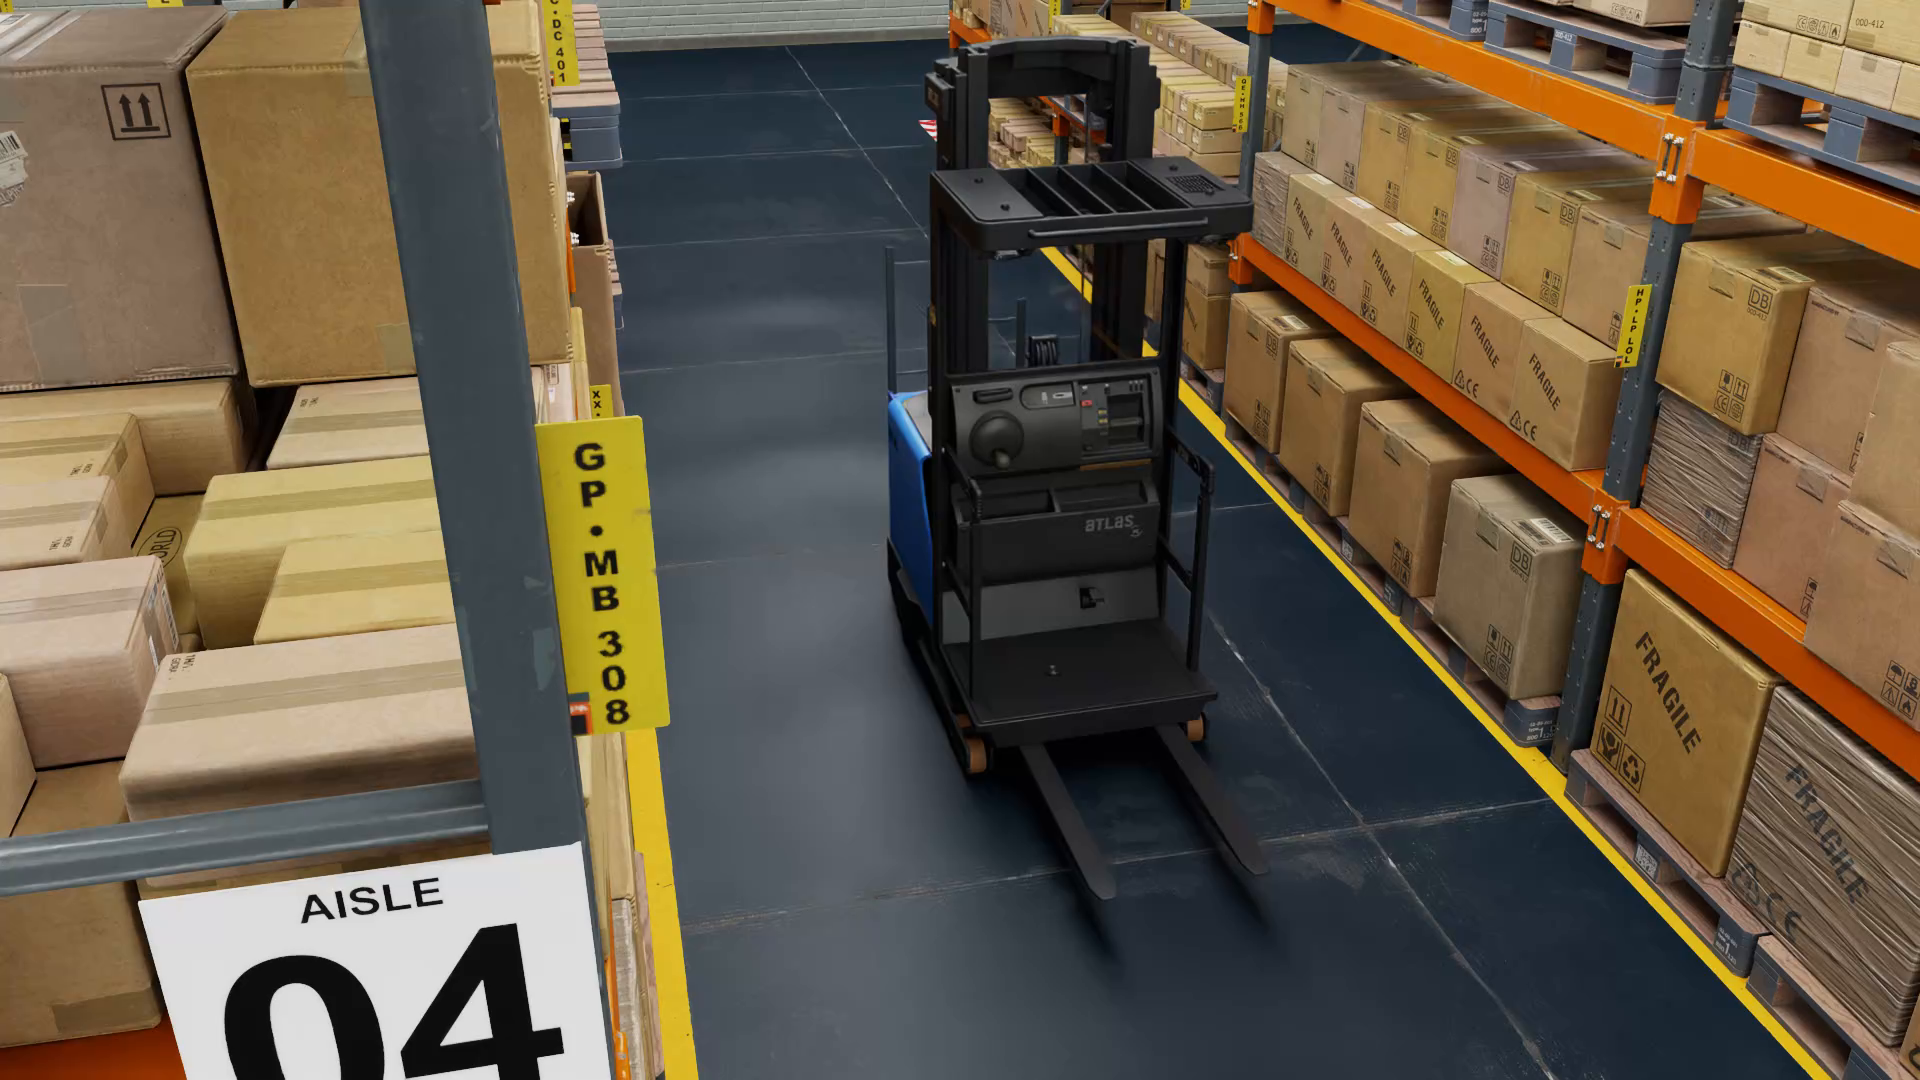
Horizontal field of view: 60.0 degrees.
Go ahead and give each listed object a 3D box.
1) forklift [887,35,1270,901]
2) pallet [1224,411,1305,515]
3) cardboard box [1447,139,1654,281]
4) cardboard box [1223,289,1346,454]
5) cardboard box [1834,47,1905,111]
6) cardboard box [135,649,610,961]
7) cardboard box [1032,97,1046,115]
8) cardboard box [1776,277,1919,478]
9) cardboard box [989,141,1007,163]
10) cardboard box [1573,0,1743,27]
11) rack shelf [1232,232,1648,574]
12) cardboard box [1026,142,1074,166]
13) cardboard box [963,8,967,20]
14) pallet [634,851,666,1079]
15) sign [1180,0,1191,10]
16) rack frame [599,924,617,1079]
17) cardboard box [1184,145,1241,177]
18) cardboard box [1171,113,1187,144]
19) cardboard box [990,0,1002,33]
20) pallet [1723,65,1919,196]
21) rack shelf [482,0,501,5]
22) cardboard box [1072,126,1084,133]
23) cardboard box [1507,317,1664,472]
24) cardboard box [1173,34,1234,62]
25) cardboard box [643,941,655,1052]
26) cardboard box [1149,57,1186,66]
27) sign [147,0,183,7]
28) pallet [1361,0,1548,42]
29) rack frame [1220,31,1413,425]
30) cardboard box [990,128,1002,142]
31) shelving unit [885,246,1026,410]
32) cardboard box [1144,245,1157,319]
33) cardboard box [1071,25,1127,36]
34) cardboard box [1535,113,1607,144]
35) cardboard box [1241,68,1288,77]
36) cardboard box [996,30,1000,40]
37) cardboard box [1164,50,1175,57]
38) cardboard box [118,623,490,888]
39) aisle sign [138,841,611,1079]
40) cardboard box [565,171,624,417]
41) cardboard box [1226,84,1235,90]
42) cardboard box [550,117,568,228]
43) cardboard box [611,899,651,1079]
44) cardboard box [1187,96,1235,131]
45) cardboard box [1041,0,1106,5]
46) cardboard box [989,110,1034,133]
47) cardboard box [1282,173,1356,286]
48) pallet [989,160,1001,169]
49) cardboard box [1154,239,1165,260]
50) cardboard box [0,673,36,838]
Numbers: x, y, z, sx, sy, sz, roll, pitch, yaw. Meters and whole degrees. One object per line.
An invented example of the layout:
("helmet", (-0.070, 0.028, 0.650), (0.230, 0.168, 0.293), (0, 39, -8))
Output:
("forklift", (0.477, -0.481, 6.950), (1.130, 2.935, 3.031), (-6, 27, -13))
("pallet", (2.296, -0.548, 10.102), (1.003, 0.211, 1.213), (-6, 27, -12))
("cardboard box", (2.744, -1.547, 7.765), (0.700, 0.500, 0.500), (-6, 27, -11))
("cardboard box", (2.241, -1.054, 10.039), (1.050, 0.750, 0.750), (-6, 27, -12))
("cardboard box", (2.959, -1.432, 5.132), (0.380, 0.149, 0.250), (-6, 27, -12))
("cardboard box", (-0.717, 0.315, 2.135), (0.500, 0.250, 0.500), (-5, 27, -10))
("cardboard box", (0.934, -4.296, 16.469), (0.380, 0.149, 0.250), (-7, 28, -14))
("cardboard box", (3.380, -0.545, 5.636), (0.875, 0.550, 0.550), (-6, 27, -12))
("cardboard box", (0.469, -3.752, 16.053), (0.380, 0.149, 0.250), (-7, 28, -14))
("cardboard box", (2.778, -2.189, 6.518), (0.500, 0.250, 0.500), (-6, 27, -11))
("rack shelf", (2.642, -0.948, 8.597), (1.077, 0.370, 4.000), (-6, 27, -12))
("cardboard box", (0.797, -3.430, 14.754), (0.380, 0.149, 0.250), (-6, 27, -12))
("cardboard box", (0.240, -5.264, 16.628), (0.380, 0.149, 0.250), (-5, 27, -10))
("pallet", (-1.576, 1.605, 5.837), (1.003, 0.211, 1.213), (-6, 27, -12))
("sign", (1.830, -4.478, 13.507), (0.100, 0.325, 0.005), (-6, 27, -12))
("rack frame", (-0.861, 1.824, 2.306), (1.000, 3.000, 0.127), (-6, 27, -12))
("cardboard box", (1.633, -2.392, 10.473), (0.380, 0.149, 0.250), (-5, 27, -11))
("cardboard box", (1.575, -2.643, 10.639), (0.380, 0.149, 0.250), (-5, 27, -10))
("cardboard box", (0.585, -4.939, 15.266), (0.500, 0.500, 0.500), (-7, 28, -13))
("pallet", (3.267, -1.330, 5.326), (1.003, 0.211, 1.213), (-6, 27, -12))
("rack shelf", (-1.311, -1.409, 2.857), (1.077, 0.370, 4.000), (-6, 27, -12))
("cardboard box", (1.246, -3.721, 15.330), (0.380, 0.149, 0.250), (-5, 27, -10))
("cardboard box", (2.715, -0.637, 7.073), (0.500, 0.500, 0.500), (-6, 27, -12))
("cardboard box", (1.800, -3.632, 12.270), (0.380, 0.149, 0.250), (-7, 28, -13))
("cardboard box", (-0.936, 1.119, 3.983), (0.380, 0.149, 0.250), (-6, 27, -12))
("cardboard box", (1.345, -3.224, 11.462), (0.380, 0.149, 0.250), (-5, 27, -9))
("sign", (-2.302, -1.619, 4.790), (0.100, 0.325, 0.005), (-6, 27, -12))
("pallet", (2.643, -2.634, 8.020), (1.003, 0.211, 1.213), (-5, 27, -9))
("rack frame", (2.192, -2.147, 10.174), (1.000, 3.000, 0.127), (-6, 27, -12))
("cardboard box", (0.509, -3.995, 16.205), (0.380, 0.149, 0.250), (-7, 28, -14))
("shelving unit", (-0.040, -0.738, 9.047), (0.538, 1.500, 1.048), (-6, 27, -13))
("cardboard box", (1.540, -1.940, 12.072), (0.500, 0.500, 0.500), (-7, 28, -14))
("cardboard box", (1.055, -3.790, 12.582), (0.380, 0.149, 0.250), (-6, 27, -11))
("cardboard box", (6.053, -3.780, 15.788), (0.875, 0.438, 0.875), (-6, 27, -12))
("cardboard box", (2.103, -3.052, 11.121), (0.380, 0.149, 0.250), (-7, 28, -14))
("cardboard box", (0.544, -4.692, 15.495), (0.380, 0.149, 0.250), (-5, 27, -10))
("cardboard box", (1.752, -3.612, 12.560), (0.380, 0.149, 0.250), (-7, 28, -13))
("cardboard box", (-0.697, 0.230, 1.860), (0.380, 0.149, 0.250), (-6, 27, -12))
("aisle sign", (-0.554, 0.661, 1.727), (0.394, 0.787, 0.004), (-6, 27, -12))
("cardboard box", (-1.805, -0.750, 6.275), (1.000, 1.000, 1.000), (-6, 27, -11))
("cardboard box", (2.039, -3.043, 11.433), (0.380, 0.149, 0.250), (-6, 27, -12))
("cardboard box", (-1.405, -1.030, 4.799), (0.500, 0.250, 0.500), (-5, 27, -10))
("cardboard box", (-0.719, 0.932, 2.525), (0.500, 0.500, 0.500), (-6, 27, -12))
("cardboard box", (1.635, -2.656, 10.337), (0.380, 0.149, 0.250), (-7, 28, -14))
("cardboard box", (0.921, -4.706, 13.693), (0.500, 0.500, 0.500), (-7, 28, -13))
("cardboard box", (0.492, -3.999, 15.882), (0.380, 0.149, 0.250), (-6, 27, -11))
("cardboard box", (2.147, -1.744, 9.265), (0.500, 0.500, 0.500), (-6, 27, -12))
("pallet", (0.826, -3.486, 15.922), (1.003, 0.211, 1.213), (-6, 27, -12))
("cardboard box", (1.658, -2.047, 11.453), (0.500, 0.250, 0.500), (-6, 27, -11))
("cardboard box", (-1.227, 0.284, 1.753), (0.380, 0.149, 0.250), (-6, 27, -12))
